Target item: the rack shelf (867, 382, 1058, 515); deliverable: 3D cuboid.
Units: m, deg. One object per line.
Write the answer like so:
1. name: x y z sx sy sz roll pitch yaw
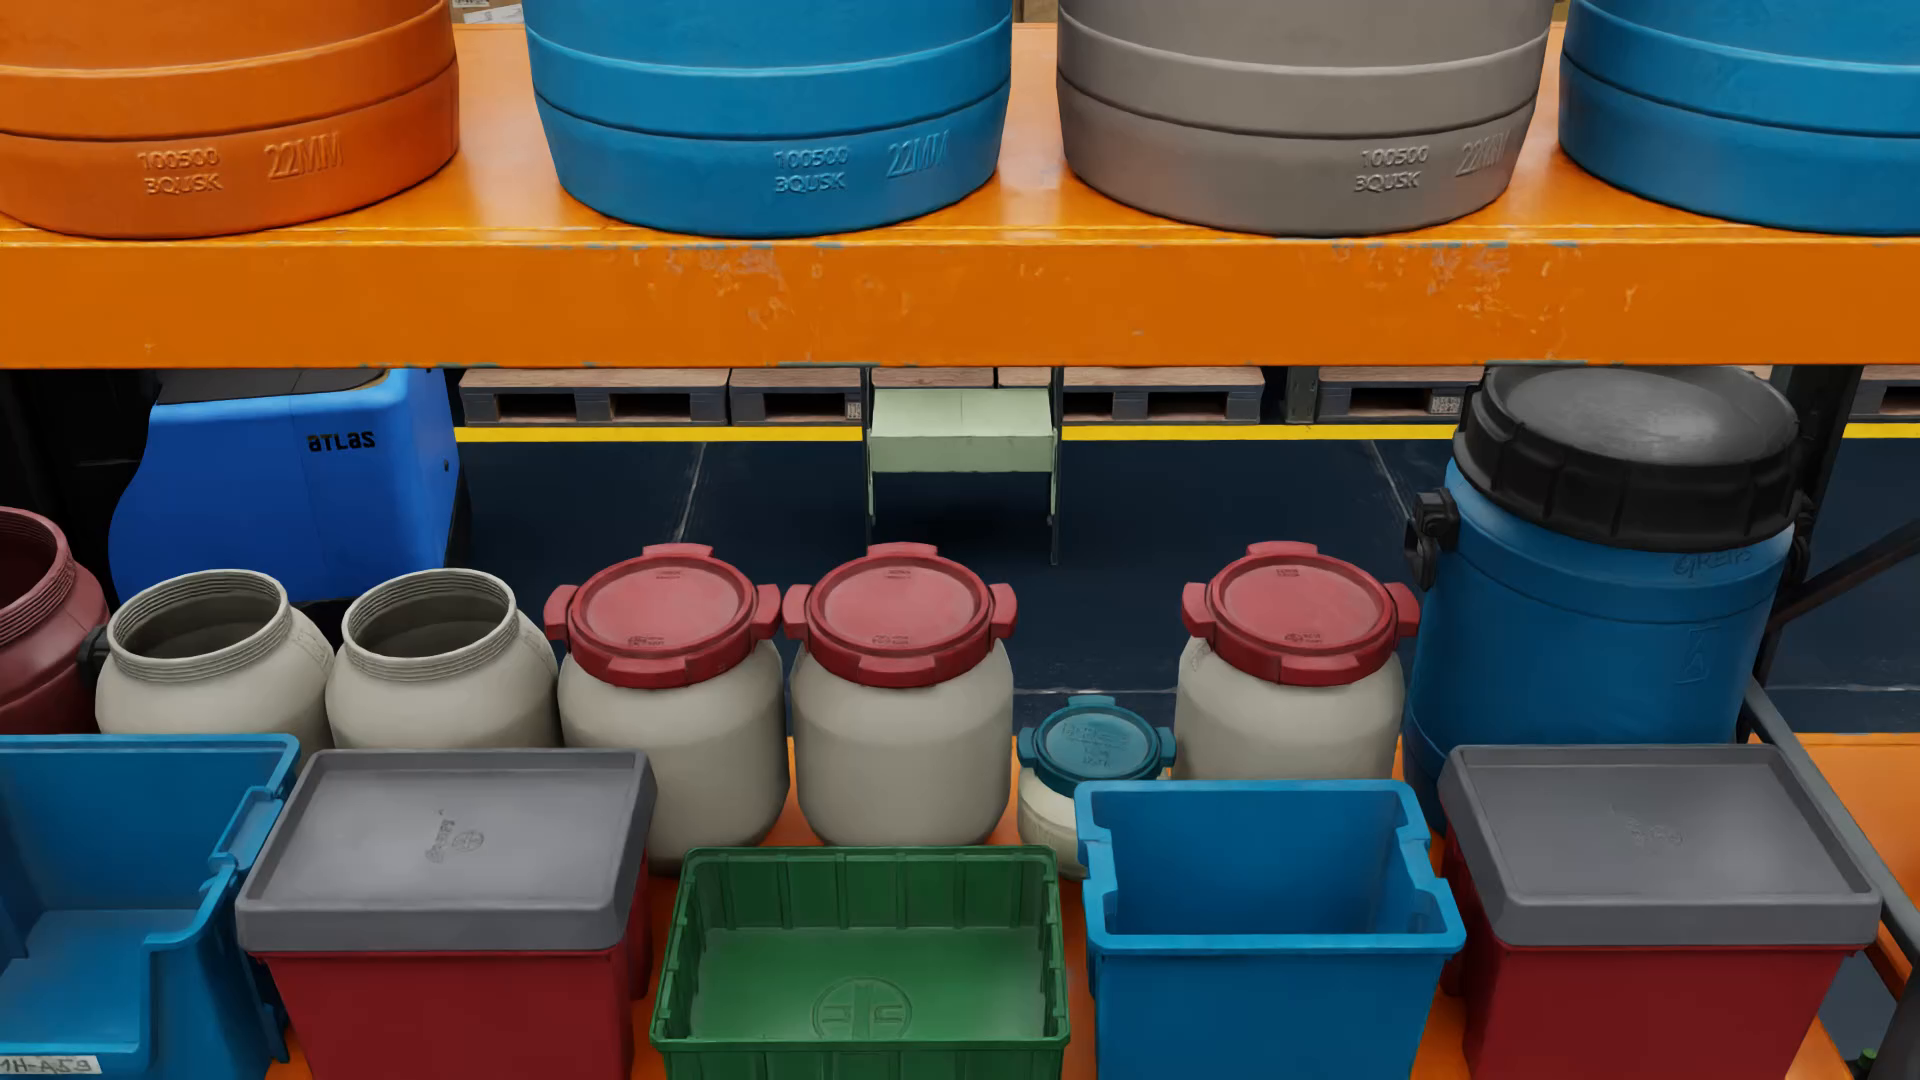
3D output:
1. rack shelf: 0.007 -0.363 6.530 0.720 0.370 0.431 0 31 0

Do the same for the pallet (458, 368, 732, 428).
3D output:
1. pallet: -1.667 -0.864 7.970 1.213 0.211 1.003 0 31 0

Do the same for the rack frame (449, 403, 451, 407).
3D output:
1. rack frame: -2.448 -2.054 7.244 0.127 3.000 1.000 0 31 0

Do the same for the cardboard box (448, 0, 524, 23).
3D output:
1. cardboard box: -1.908 -2.299 7.146 0.500 0.500 0.500 -4 31 -6

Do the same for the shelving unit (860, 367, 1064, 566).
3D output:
1. shelving unit: 0.007 -0.641 6.361 0.755 1.500 0.431 0 31 0

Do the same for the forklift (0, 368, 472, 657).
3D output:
1. forklift: -3.405 -0.940 5.473 3.031 2.935 1.130 -5 32 -9

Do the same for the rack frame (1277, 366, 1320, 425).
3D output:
1. rack frame: 1.552 -2.067 7.265 0.127 3.000 1.000 0 31 0

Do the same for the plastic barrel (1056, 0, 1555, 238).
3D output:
1. plastic barrel: 0.420 -0.878 1.931 0.600 0.901 0.600 0 31 0

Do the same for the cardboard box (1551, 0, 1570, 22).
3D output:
1. cardboard box: 2.502 -2.189 7.084 0.500 0.500 0.875 0 31 0

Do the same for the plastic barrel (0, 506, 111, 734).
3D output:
1. plastic barrel: -1.956 0.298 3.236 0.708 0.536 0.600 0 31 0

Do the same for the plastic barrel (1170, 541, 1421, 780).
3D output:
1. plastic barrel: 0.624 0.333 3.178 0.433 0.535 0.433 0 31 0

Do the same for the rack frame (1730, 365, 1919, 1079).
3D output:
1. rack frame: 1.582 0.501 3.033 0.053 2.616 0.949 0 31 0

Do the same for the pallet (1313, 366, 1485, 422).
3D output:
1. pallet: 2.223 -0.895 8.022 1.213 0.211 1.003 0 31 0

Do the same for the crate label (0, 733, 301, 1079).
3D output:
1. crate label: -1.423 0.637 2.775 0.616 0.435 0.502 0 31 0

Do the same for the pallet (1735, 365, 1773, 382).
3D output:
1. pallet: 3.446 -0.900 8.031 1.213 0.211 1.003 0 31 0

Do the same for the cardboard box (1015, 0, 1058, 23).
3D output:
1. cardboard box: 0.756 -2.573 7.116 1.000 1.000 1.000 0 31 0

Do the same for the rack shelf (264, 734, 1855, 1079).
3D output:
1. rack shelf: -0.418 0.816 3.207 4.000 0.370 1.077 0 31 0

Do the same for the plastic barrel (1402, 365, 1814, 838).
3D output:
1. plastic barrel: 1.193 0.132 3.157 0.708 0.901 0.600 0 31 0

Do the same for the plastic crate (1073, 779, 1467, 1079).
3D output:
1. plastic crate: 0.480 0.674 2.763 0.575 0.384 0.392 0 31 0

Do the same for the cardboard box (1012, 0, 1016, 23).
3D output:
1. cardboard box: 0.038 -3.808 11.899 0.750 0.750 1.050 0 31 0

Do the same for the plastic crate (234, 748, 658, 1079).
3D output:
1. plastic crate: -0.801 0.641 2.740 0.583 0.464 0.402 0 31 0

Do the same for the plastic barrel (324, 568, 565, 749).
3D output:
1. plastic barrel: -0.970 0.352 3.171 0.421 0.512 0.421 0 31 0

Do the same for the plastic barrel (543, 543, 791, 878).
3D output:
1. plastic barrel: -0.543 0.337 3.172 0.433 0.535 0.433 0 31 0

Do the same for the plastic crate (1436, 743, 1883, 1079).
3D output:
1. plastic crate: 1.099 0.635 2.750 0.583 0.464 0.402 0 31 0

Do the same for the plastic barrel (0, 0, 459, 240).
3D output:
1. plastic barrel: -0.942 -0.843 1.942 0.708 0.830 0.600 0 31 0

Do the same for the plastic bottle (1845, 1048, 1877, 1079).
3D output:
1. plastic bottle: 2.061 1.303 3.905 0.133 0.283 0.061 1 31 2

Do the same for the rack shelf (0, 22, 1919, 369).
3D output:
1. rack shelf: -0.418 -0.466 2.429 4.000 0.370 1.077 0 31 0

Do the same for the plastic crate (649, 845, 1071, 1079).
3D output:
1. plastic crate: -0.158 0.745 2.835 0.662 0.188 0.450 0 31 0

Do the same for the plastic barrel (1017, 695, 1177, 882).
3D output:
1. plastic barrel: 0.257 0.486 3.191 0.301 0.262 0.301 0 31 0

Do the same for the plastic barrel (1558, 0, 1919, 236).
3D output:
1. plastic barrel: 1.074 -0.880 1.934 0.708 0.901 0.600 0 31 0

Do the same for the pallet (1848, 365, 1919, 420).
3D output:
1. pallet: 4.663 -0.903 8.034 1.213 0.211 1.003 0 31 0

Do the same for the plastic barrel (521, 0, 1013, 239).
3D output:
1. plastic barrel: -0.234 -0.876 1.927 0.708 0.901 0.600 0 31 0

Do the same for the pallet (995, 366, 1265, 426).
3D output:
1. pallet: 0.773 -0.872 7.983 1.213 0.211 1.003 0 31 0

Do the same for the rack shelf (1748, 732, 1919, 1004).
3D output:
1. rack shelf: 3.582 0.804 3.227 4.000 0.370 1.077 0 31 0

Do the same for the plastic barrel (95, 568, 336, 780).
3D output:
1. plastic barrel: -1.391 0.353 3.169 0.421 0.512 0.421 0 31 0

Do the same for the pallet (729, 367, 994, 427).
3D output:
1. pallet: -0.450 -0.866 7.974 1.213 0.211 1.003 0 31 0

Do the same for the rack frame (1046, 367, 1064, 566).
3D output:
1. rack frame: 0.373 -0.642 6.363 0.023 1.500 0.400 0 31 0

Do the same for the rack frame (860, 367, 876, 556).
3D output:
1. rack frame: -0.359 -0.640 6.359 0.023 1.500 0.400 0 31 0

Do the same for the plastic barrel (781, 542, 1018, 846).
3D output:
1. plastic barrel: -0.110 0.336 3.174 0.433 0.535 0.433 0 31 0
